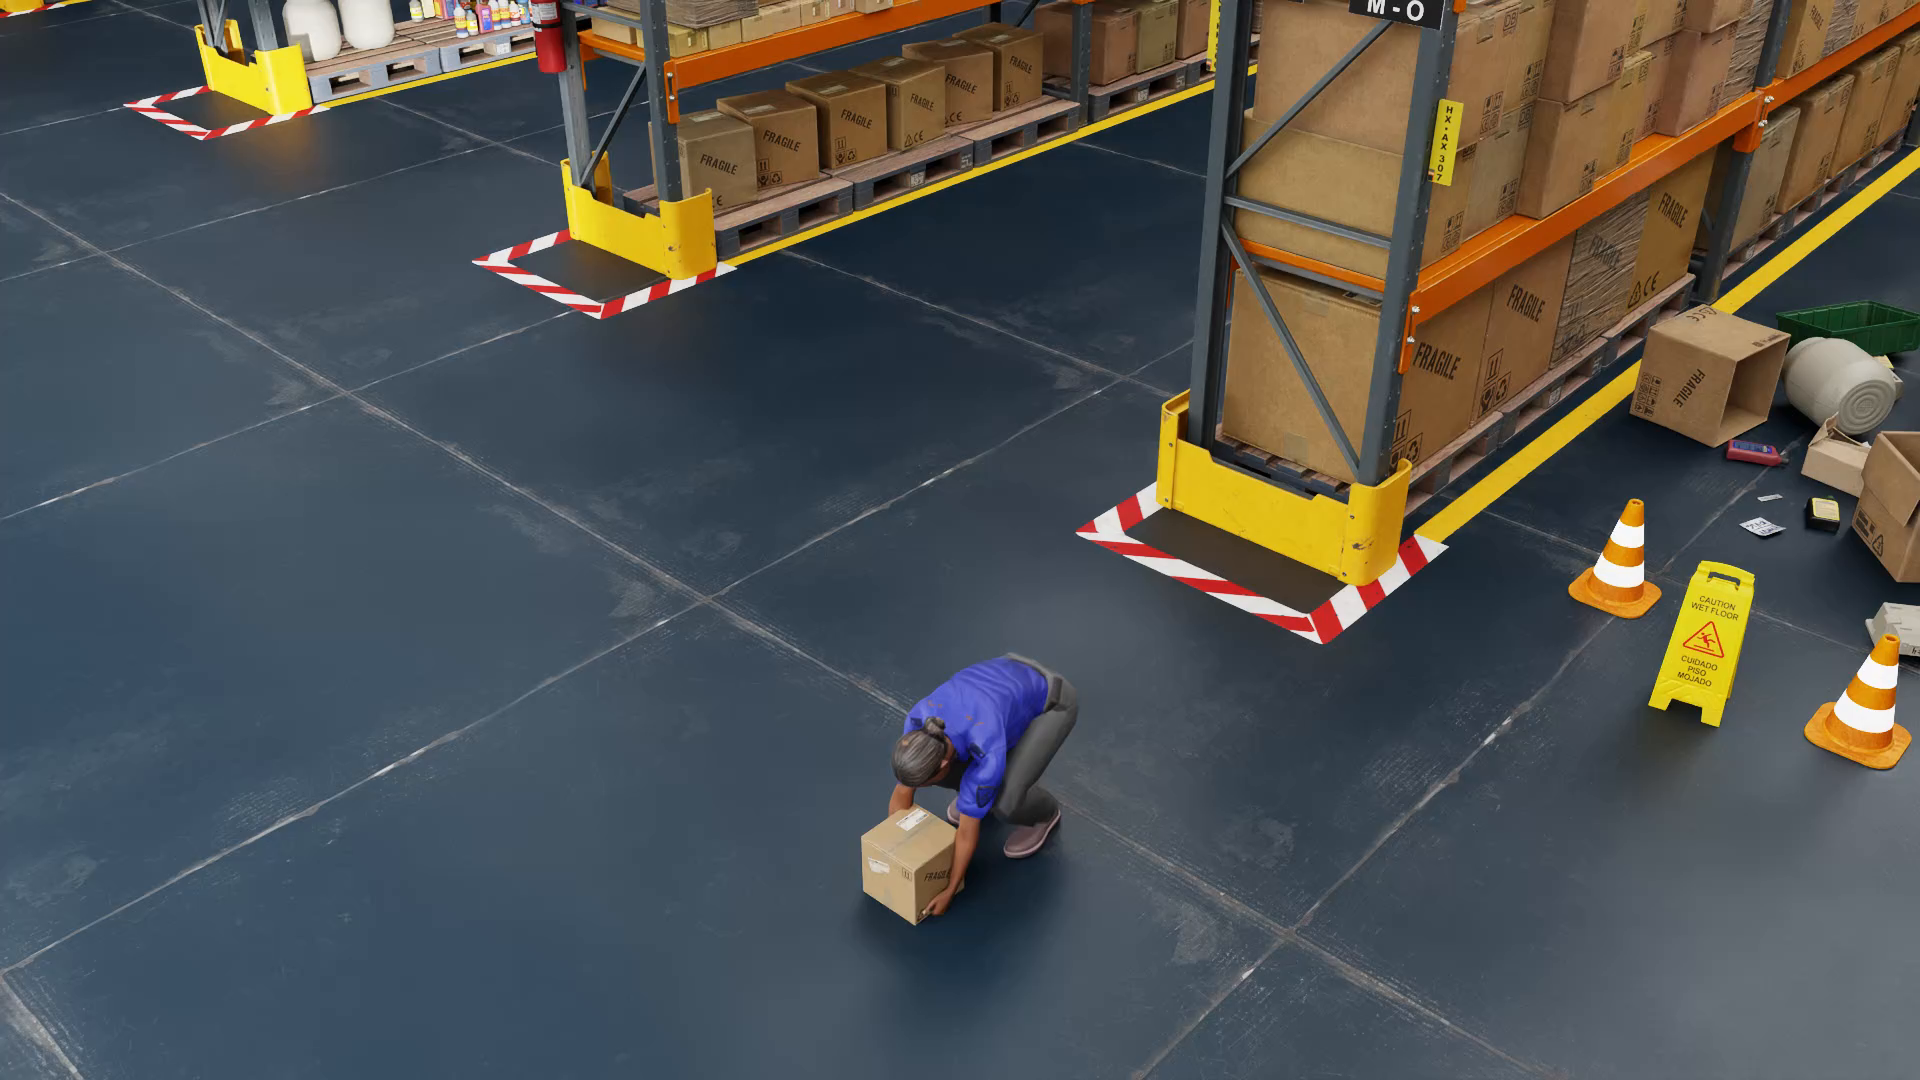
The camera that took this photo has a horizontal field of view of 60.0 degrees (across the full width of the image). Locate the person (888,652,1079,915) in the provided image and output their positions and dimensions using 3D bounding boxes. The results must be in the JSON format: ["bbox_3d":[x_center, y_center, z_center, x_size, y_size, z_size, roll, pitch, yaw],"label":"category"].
[{"bbox_3d":[0.061,0.783,5.767,0.457,0.744,0.862,24,39,34],"label":"person"}]
